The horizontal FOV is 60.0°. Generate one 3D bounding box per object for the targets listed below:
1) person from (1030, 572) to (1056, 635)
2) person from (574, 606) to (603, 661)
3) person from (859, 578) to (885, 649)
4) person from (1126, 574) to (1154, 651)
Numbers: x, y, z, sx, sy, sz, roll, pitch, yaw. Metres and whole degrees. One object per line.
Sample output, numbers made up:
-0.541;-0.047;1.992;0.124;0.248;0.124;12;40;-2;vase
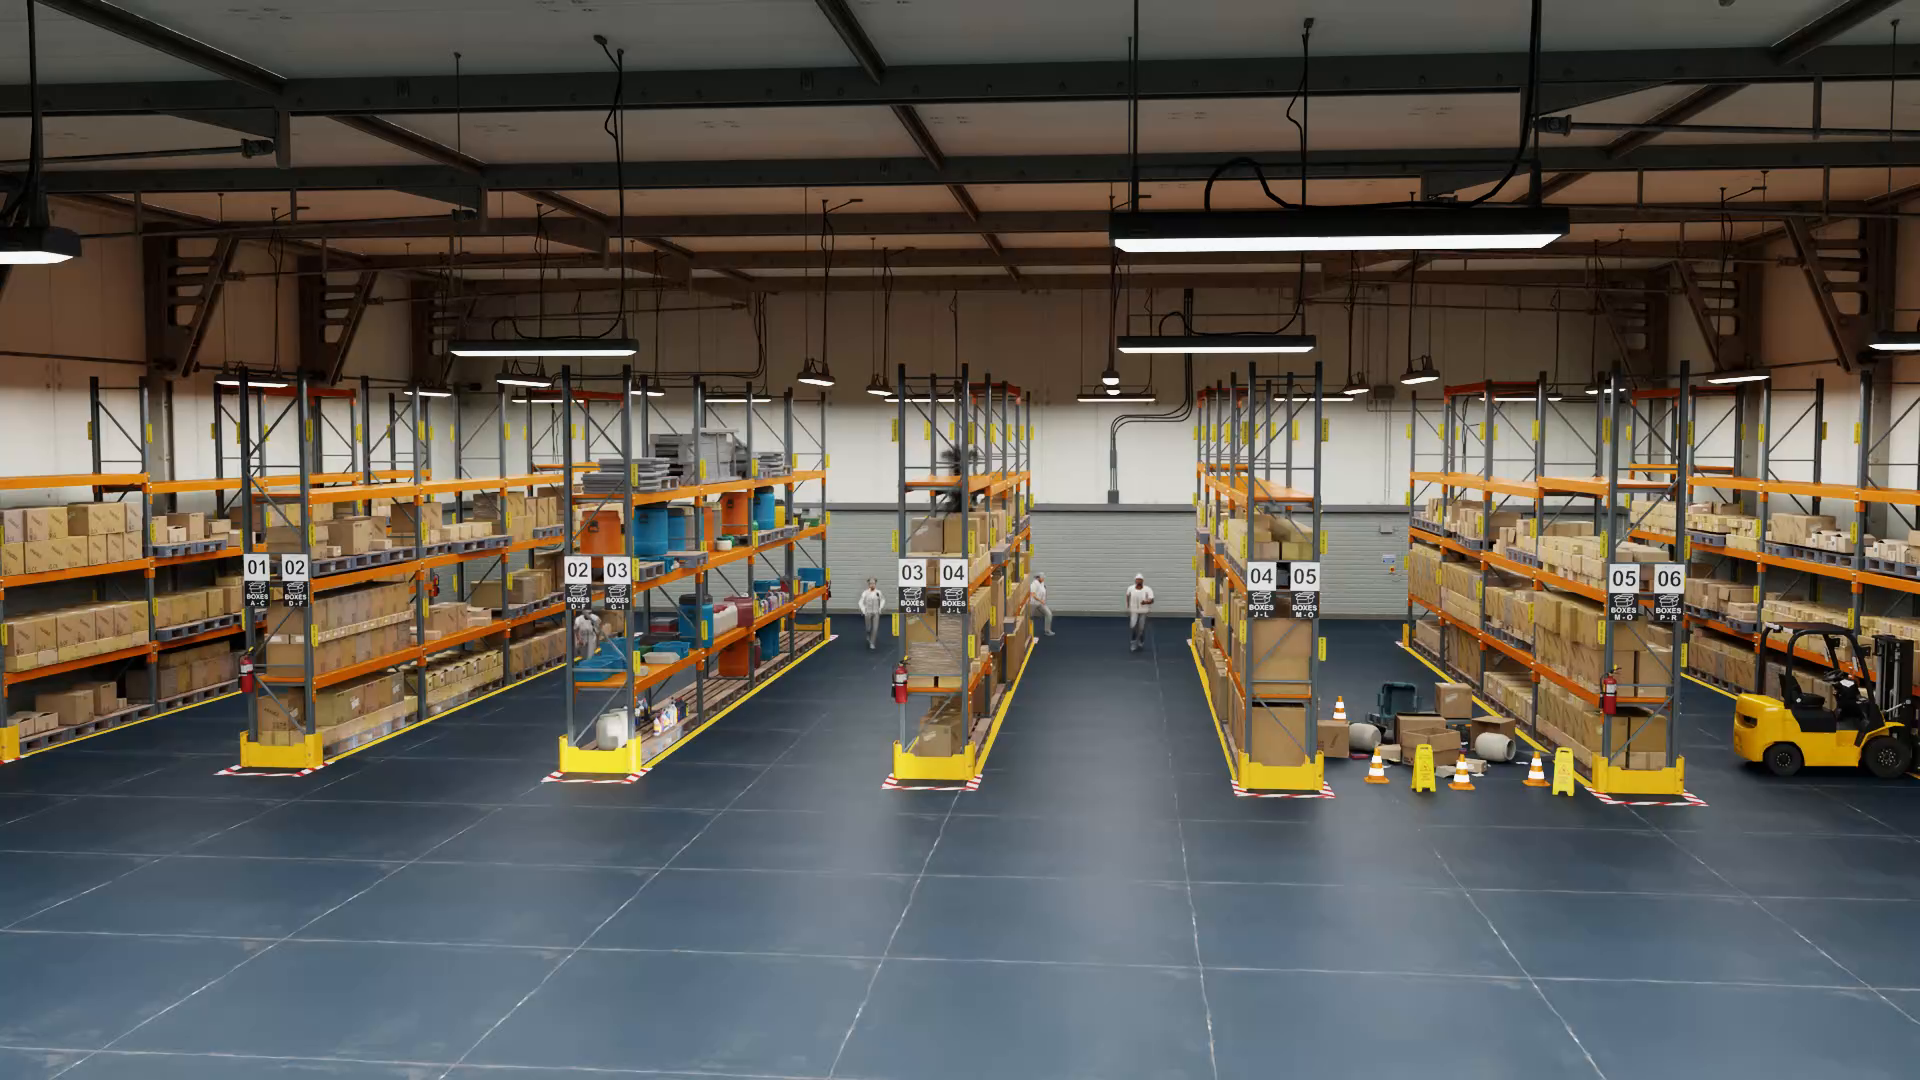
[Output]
1.882;1.565;40.973;0.645;1.591;0.825;-4;5;-44;person
-7.477;2.084;33.374;0.599;1.634;0.960;-1;4;-16;person
-2.040;1.695;38.703;0.616;1.653;0.638;-1;4;-9;person
4.129;1.671;38.269;0.678;1.792;0.714;1;4;14;person
